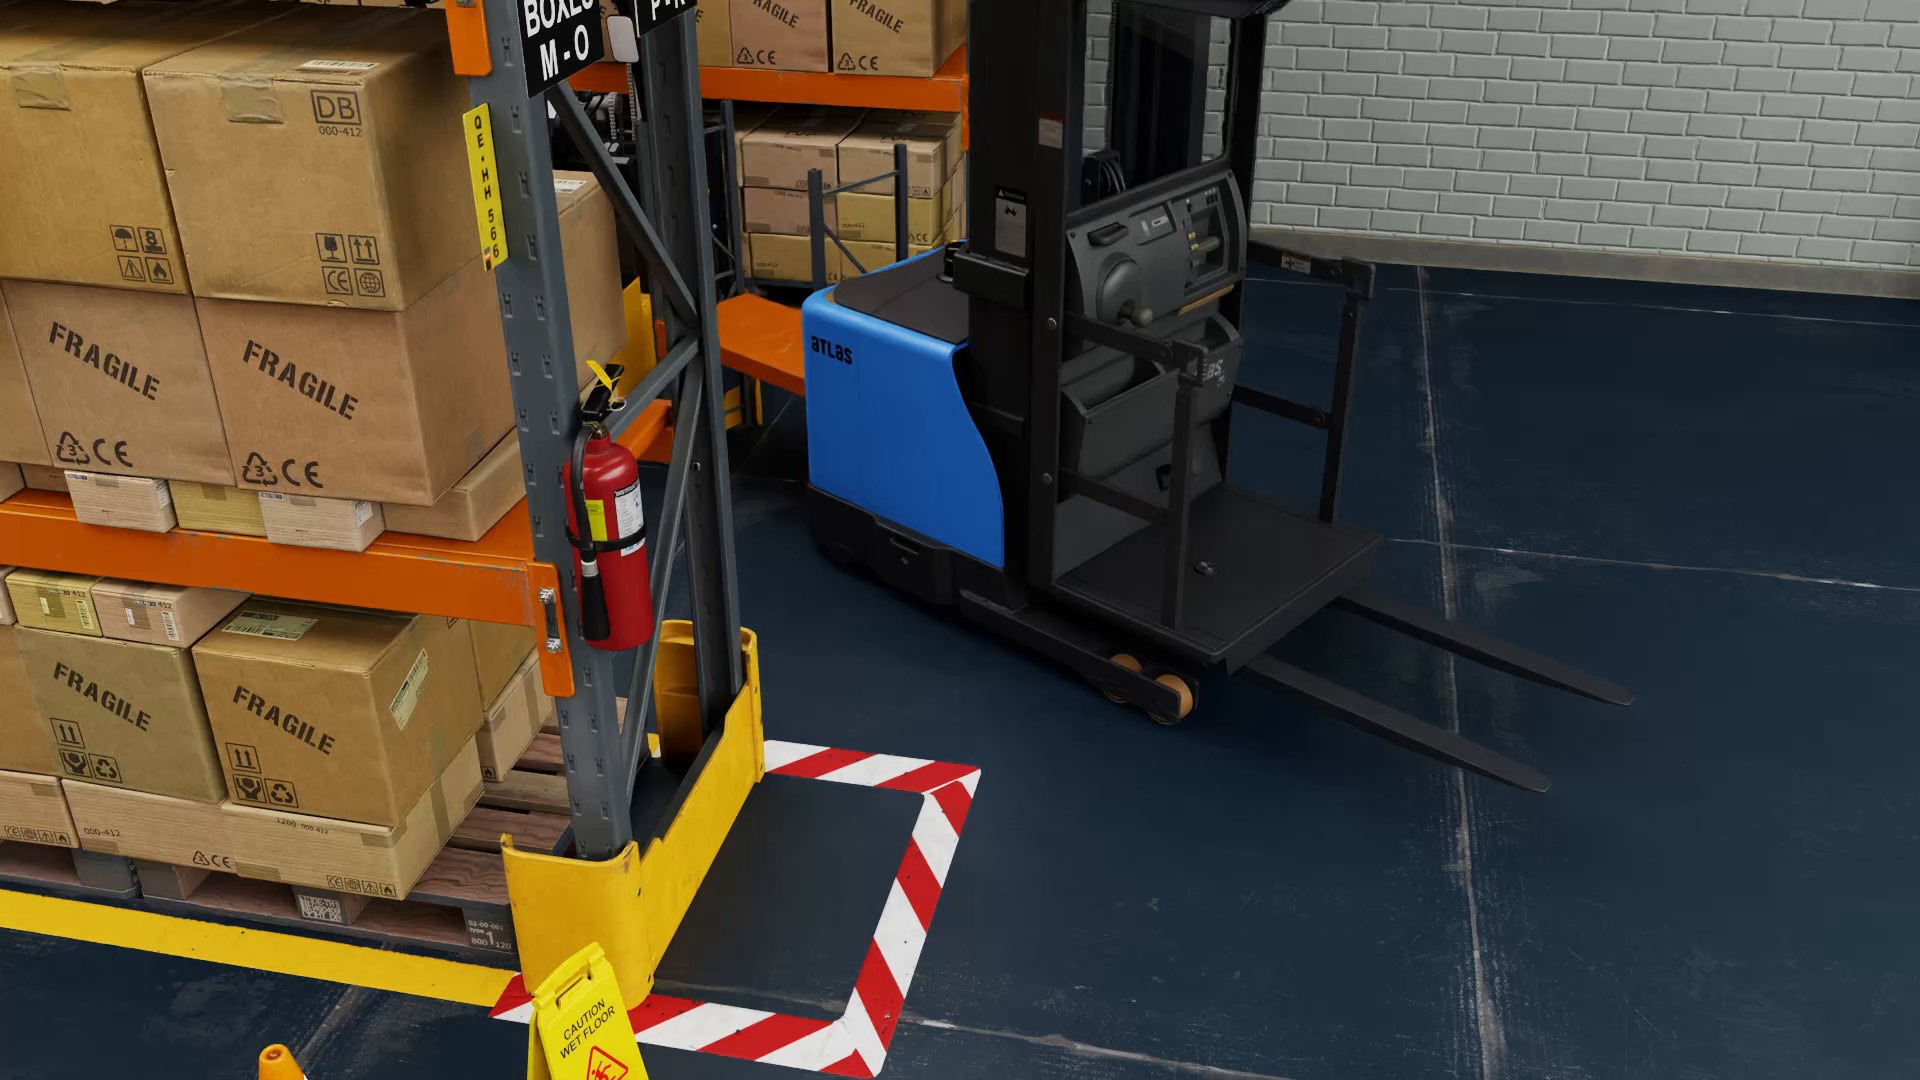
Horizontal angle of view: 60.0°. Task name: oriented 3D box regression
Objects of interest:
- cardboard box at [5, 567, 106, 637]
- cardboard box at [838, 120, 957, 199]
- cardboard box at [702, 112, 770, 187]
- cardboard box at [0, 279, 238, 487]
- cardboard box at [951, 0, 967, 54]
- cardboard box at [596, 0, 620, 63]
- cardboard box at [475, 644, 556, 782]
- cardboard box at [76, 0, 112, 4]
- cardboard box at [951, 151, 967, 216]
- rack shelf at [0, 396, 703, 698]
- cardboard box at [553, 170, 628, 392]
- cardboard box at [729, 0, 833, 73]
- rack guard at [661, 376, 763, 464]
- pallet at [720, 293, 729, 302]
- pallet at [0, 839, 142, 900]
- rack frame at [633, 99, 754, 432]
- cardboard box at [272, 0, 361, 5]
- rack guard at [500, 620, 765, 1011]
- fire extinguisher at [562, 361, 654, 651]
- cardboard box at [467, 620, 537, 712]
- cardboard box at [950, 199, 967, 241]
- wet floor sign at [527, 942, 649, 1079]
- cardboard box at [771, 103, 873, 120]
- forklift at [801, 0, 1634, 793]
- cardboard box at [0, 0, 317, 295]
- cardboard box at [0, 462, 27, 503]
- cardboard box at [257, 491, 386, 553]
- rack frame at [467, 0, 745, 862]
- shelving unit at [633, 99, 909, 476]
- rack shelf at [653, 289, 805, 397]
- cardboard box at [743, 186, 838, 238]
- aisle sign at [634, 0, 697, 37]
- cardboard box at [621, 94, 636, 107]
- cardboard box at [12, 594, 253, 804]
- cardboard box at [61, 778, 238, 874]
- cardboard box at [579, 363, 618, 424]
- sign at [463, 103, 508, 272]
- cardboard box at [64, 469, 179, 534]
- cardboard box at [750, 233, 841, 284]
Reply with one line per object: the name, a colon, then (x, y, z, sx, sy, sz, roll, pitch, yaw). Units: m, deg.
cardboard box: (-2.291, 0.087, 4.438, 0.250, 0.149, 0.380, 6, 29, 11)
cardboard box: (-0.318, -1.980, 8.627, 0.500, 0.250, 0.500, 7, 29, 12)
cardboard box: (-1.314, -2.074, 8.800, 0.500, 0.250, 0.500, 6, 29, 11)
cardboard box: (-1.912, -0.484, 4.096, 0.500, 0.500, 0.500, 6, 29, 11)
cardboard box: (-0.229, -2.887, 8.796, 0.500, 0.500, 0.500, 7, 29, 12)
cardboard box: (-1.839, -2.786, 8.611, 0.500, 0.500, 0.500, 6, 29, 11)
cardboard box: (-1.566, 0.479, 5.177, 0.500, 0.250, 0.500, 6, 29, 10)
cardboard box: (-4.754, -2.974, 9.215, 0.500, 0.250, 0.500, 6, 29, 10)
cardboard box: (-0.219, -2.005, 9.195, 0.500, 0.250, 0.500, 6, 29, 11)
rack shelf: (-2.791, -0.217, 4.772, 4.000, 0.370, 1.077, 6, 29, 11)
cardboard box: (-1.240, -0.684, 4.462, 0.500, 0.500, 0.500, 5, 29, 10)
cardboard box: (-0.844, -2.690, 8.435, 0.500, 0.500, 0.500, 7, 29, 12)
rack guard: (-1.138, -0.562, 7.517, 0.087, 0.250, 0.587, 23, 36, 36)
pallet: (-1.748, -1.621, 9.490, 1.213, 0.211, 1.003, 6, 29, 11)
pallet: (-2.886, 0.662, 5.321, 1.213, 0.211, 1.003, 6, 29, 11)
rack frame: (-1.139, -1.111, 7.218, 0.032, 1.500, 0.500, 23, 36, 36)
cardboard box: (-3.334, -2.941, 8.895, 0.500, 0.500, 0.500, 5, 29, 9)
rack guard: (-0.909, 0.757, 4.847, 0.348, 0.500, 1.175, 6, 29, 11)
fire extinguisher: (-0.819, -0.070, 3.835, 0.183, 0.674, 0.296, 6, 29, 11)
cardboard box: (-1.589, 0.148, 5.001, 0.500, 0.500, 0.500, 5, 29, 9)
cardboard box: (-0.242, -1.783, 9.308, 0.500, 0.250, 0.500, 6, 29, 11)
wet floor sign: (-0.873, 1.222, 3.845, 0.232, 0.644, 0.267, 17, 33, 28)
cardboard box: (-0.722, -2.266, 9.149, 0.500, 0.250, 0.500, 6, 29, 11)
forklift: (0.826, -0.948, 5.429, 3.031, 2.935, 1.130, 23, 36, 36)
cardboard box: (-1.874, -0.948, 3.902, 0.500, 0.500, 0.700, 6, 29, 11)
cardboard box: (-2.511, -0.254, 4.352, 0.250, 0.149, 0.380, 6, 29, 10)
cardboard box: (-1.516, -0.132, 4.129, 0.250, 0.149, 0.380, 6, 29, 10)
rack frame: (-0.835, -0.332, 4.233, 0.127, 3.000, 1.000, 6, 29, 11)
shelving unit: (-0.767, -0.951, 6.925, 1.083, 1.500, 0.587, 23, 36, 36)
rack shelf: (-0.760, -0.790, 7.006, 1.000, 0.185, 0.538, 23, 36, 36)
cardboard box: (-0.832, -1.818, 8.853, 0.500, 0.250, 0.500, 6, 29, 10)
aisle sign: (-0.710, -1.612, 3.863, 0.004, 0.787, 0.394, 6, 29, 11)
cardboard box: (-1.709, -2.375, 9.350, 0.500, 0.250, 0.500, 5, 29, 10)
cardboard box: (-2.184, 0.352, 4.628, 0.500, 0.500, 0.500, 7, 29, 12)
cardboard box: (-2.187, 0.680, 4.811, 0.500, 0.250, 0.500, 6, 29, 11)
cardboard box: (-1.124, -0.353, 4.533, 0.250, 0.149, 0.380, 6, 29, 11)
sign: (-0.970, -0.720, 3.406, 0.005, 0.325, 0.100, 6, 29, 11)
cardboard box: (-2.021, -0.179, 4.216, 0.250, 0.149, 0.380, 6, 29, 11)
cardboard box: (-0.812, -1.595, 8.965, 0.500, 0.250, 0.500, 6, 29, 11)
